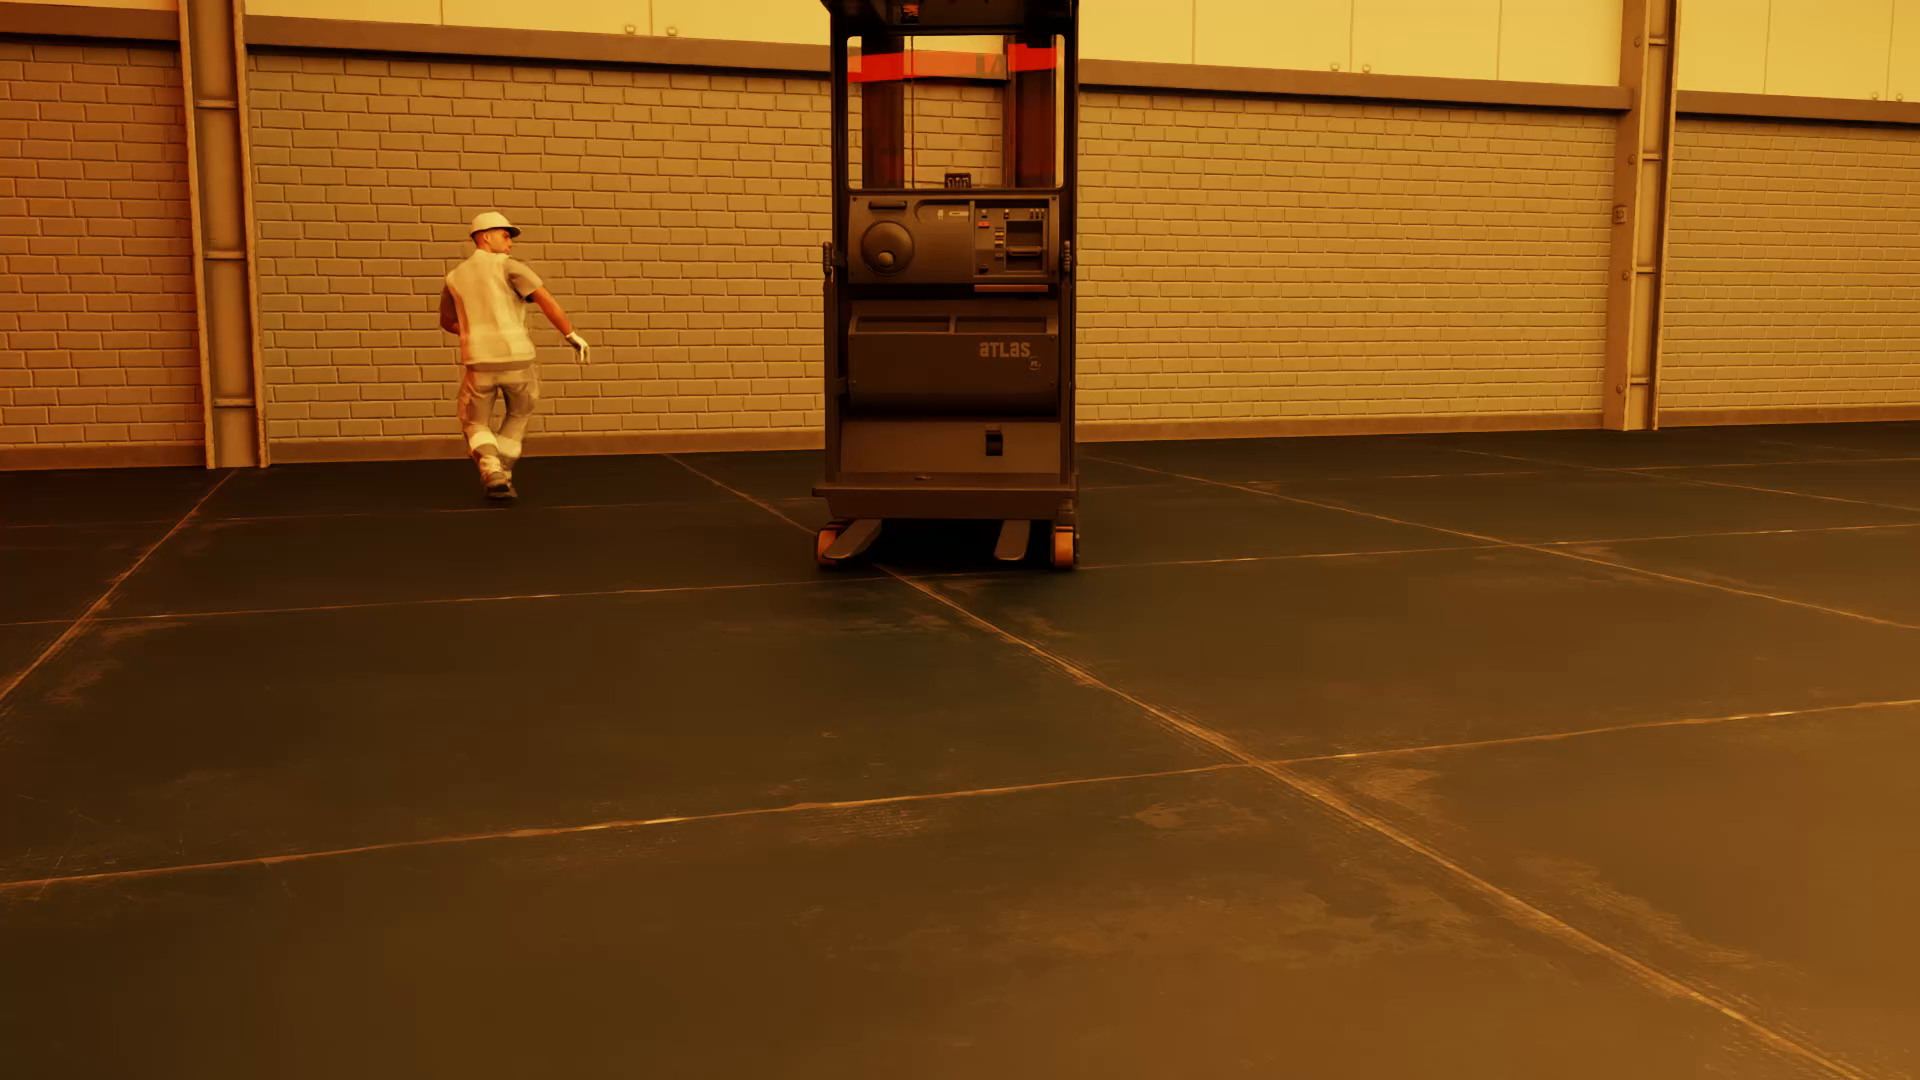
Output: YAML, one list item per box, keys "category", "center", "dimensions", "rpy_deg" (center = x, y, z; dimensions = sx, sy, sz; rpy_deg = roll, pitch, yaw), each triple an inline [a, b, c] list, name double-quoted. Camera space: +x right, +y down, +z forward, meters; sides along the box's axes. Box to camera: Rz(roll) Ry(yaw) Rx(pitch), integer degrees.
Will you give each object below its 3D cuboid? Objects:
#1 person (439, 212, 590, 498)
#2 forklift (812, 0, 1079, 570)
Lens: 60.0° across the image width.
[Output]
- category: "person"
  center: [-2.536, -1.042, 9.513]
  dimensions: [0.894, 1.643, 0.855]
  rpy_deg: [0, 8, -1]
- category: "forklift"
  center: [-0.039, -1.370, 7.123]
  dimensions: [1.130, 2.935, 3.031]
  rpy_deg: [0, 8, 4]
